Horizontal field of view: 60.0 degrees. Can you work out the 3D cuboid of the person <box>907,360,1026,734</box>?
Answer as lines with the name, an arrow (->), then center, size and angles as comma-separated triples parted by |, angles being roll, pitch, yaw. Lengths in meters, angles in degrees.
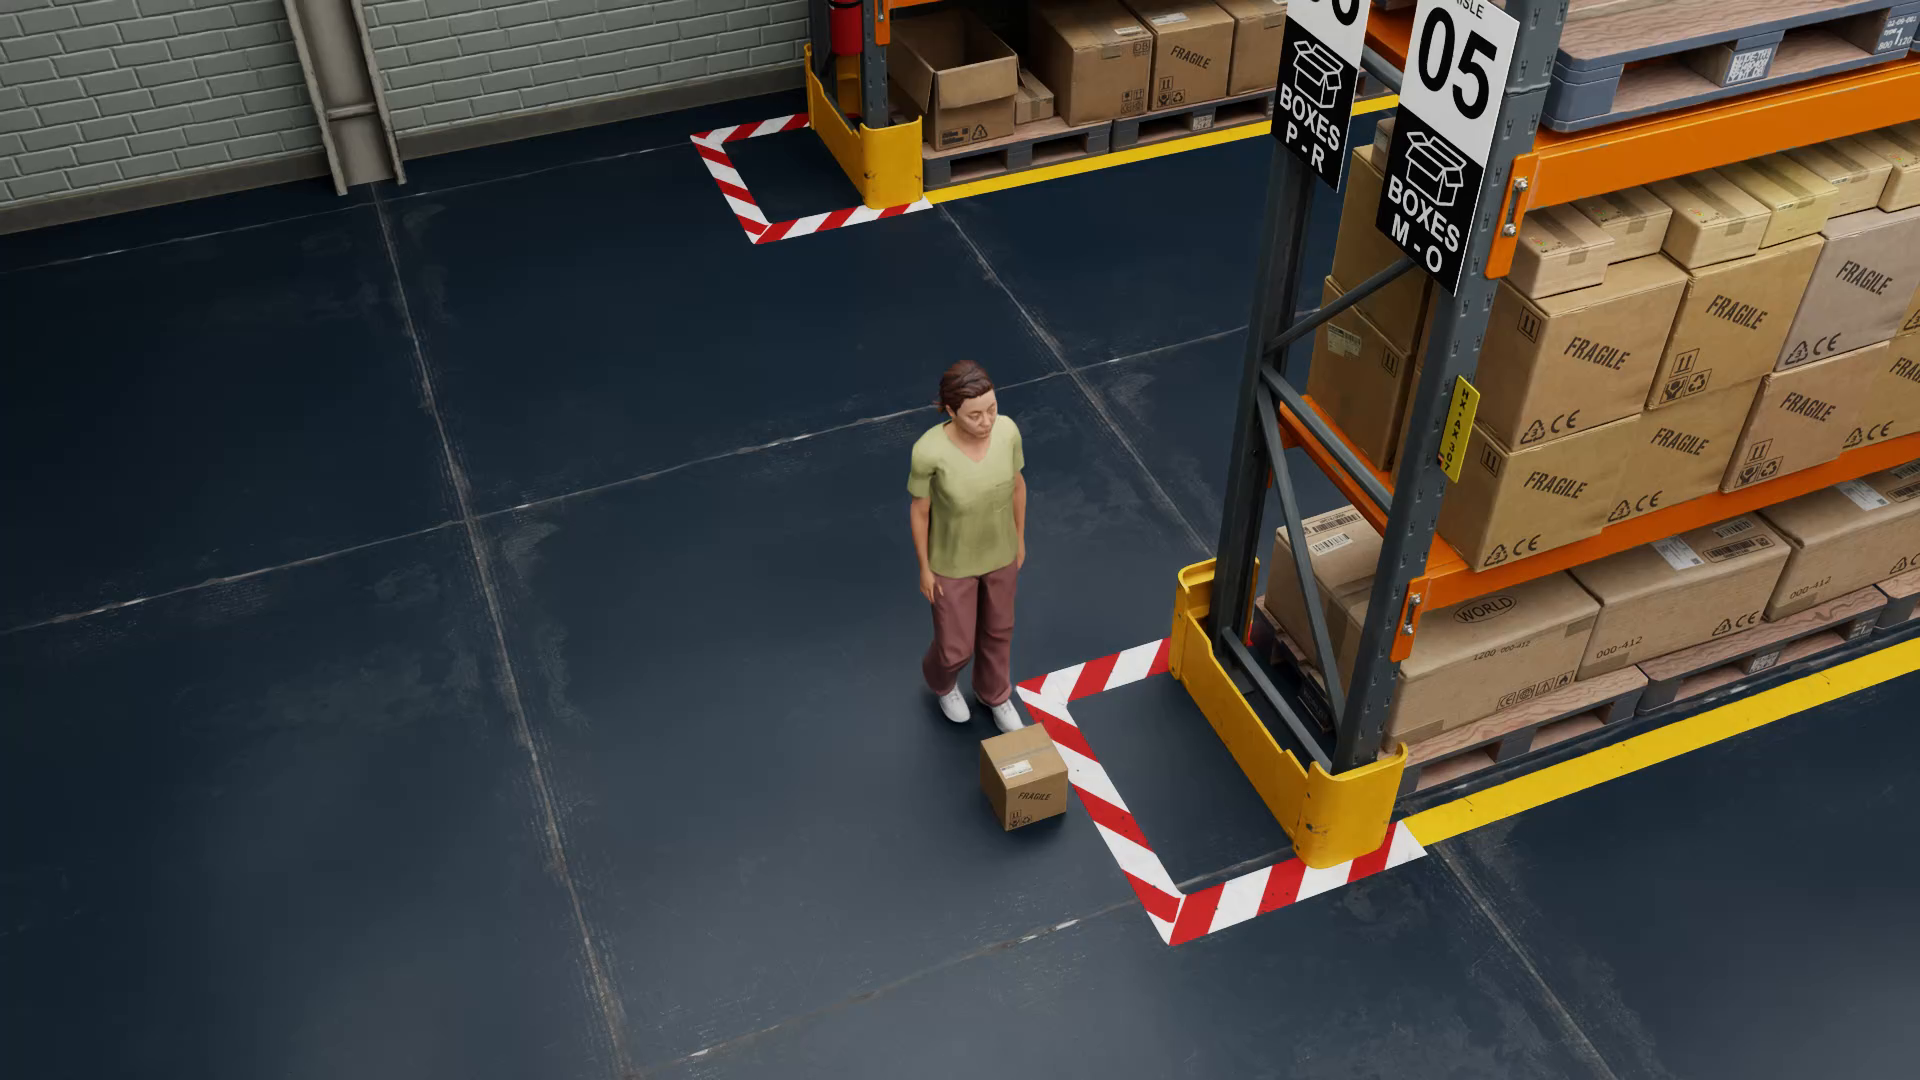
person -> 0.045, 0.055, 6.086 | 0.454, 1.680, 0.432 | -17, 45, -18
